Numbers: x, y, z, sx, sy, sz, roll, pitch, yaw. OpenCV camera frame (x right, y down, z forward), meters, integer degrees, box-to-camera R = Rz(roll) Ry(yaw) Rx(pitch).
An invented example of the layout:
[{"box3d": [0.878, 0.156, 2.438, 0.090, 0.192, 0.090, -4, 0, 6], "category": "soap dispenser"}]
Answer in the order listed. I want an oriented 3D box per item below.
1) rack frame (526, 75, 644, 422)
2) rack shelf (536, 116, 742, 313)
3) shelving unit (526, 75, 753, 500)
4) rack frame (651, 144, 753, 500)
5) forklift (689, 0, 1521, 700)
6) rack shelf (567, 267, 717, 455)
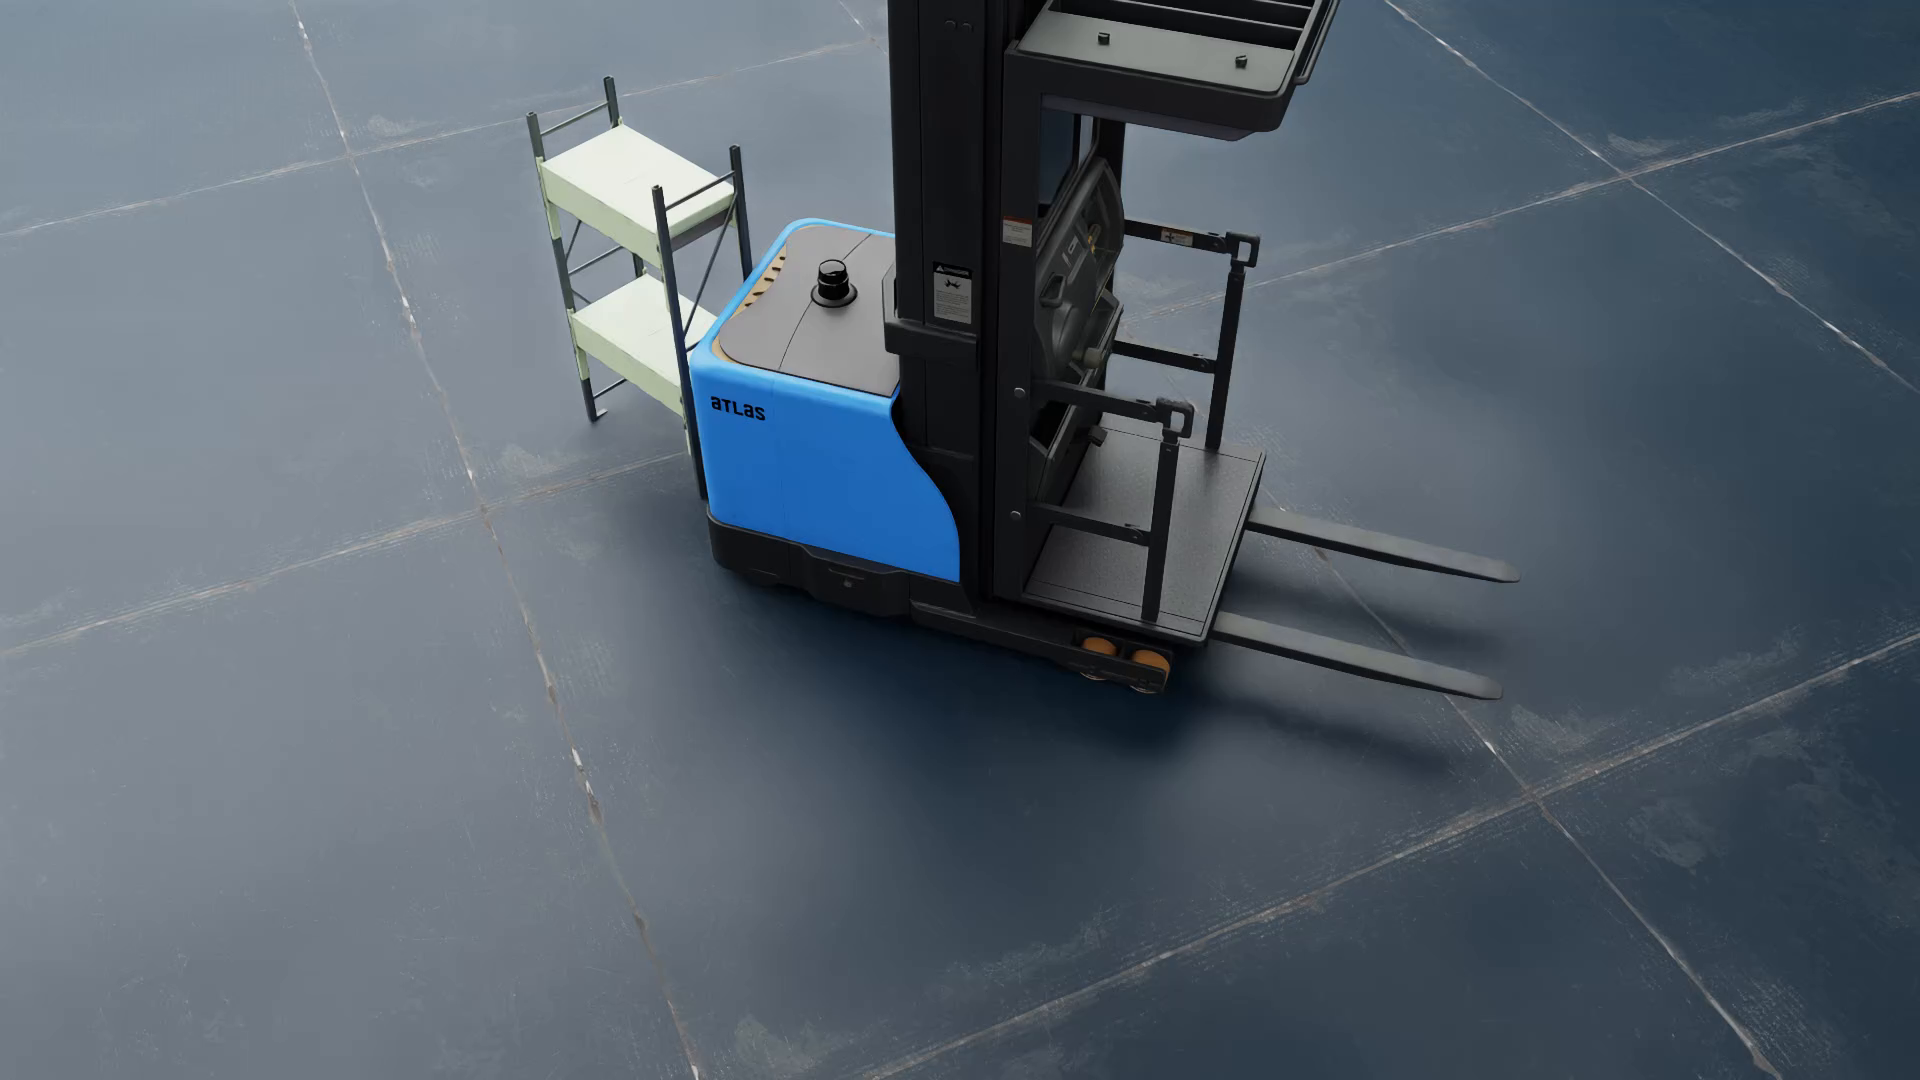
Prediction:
[{"box3d": [-1.484, -1.159, 6.857, 0.023, 1.500, 0.400, 33, 53, 29], "category": "rack frame"}, {"box3d": [-1.217, -1.262, 6.406, 0.720, 0.370, 0.431, 33, 53, 29], "category": "rack shelf"}, {"box3d": [-1.217, -0.984, 6.680, 0.755, 1.500, 0.431, 33, 53, 29], "category": "shelving unit"}, {"box3d": [-0.949, -0.809, 6.502, 0.023, 1.500, 0.400, 33, 53, 29], "category": "rack frame"}, {"box3d": [0.592, -0.897, 5.573, 3.031, 2.935, 1.130, 14, 46, 14], "category": "forklift"}, {"box3d": [-1.217, -0.752, 6.909, 0.720, 0.370, 0.431, 33, 53, 29], "category": "rack shelf"}]
